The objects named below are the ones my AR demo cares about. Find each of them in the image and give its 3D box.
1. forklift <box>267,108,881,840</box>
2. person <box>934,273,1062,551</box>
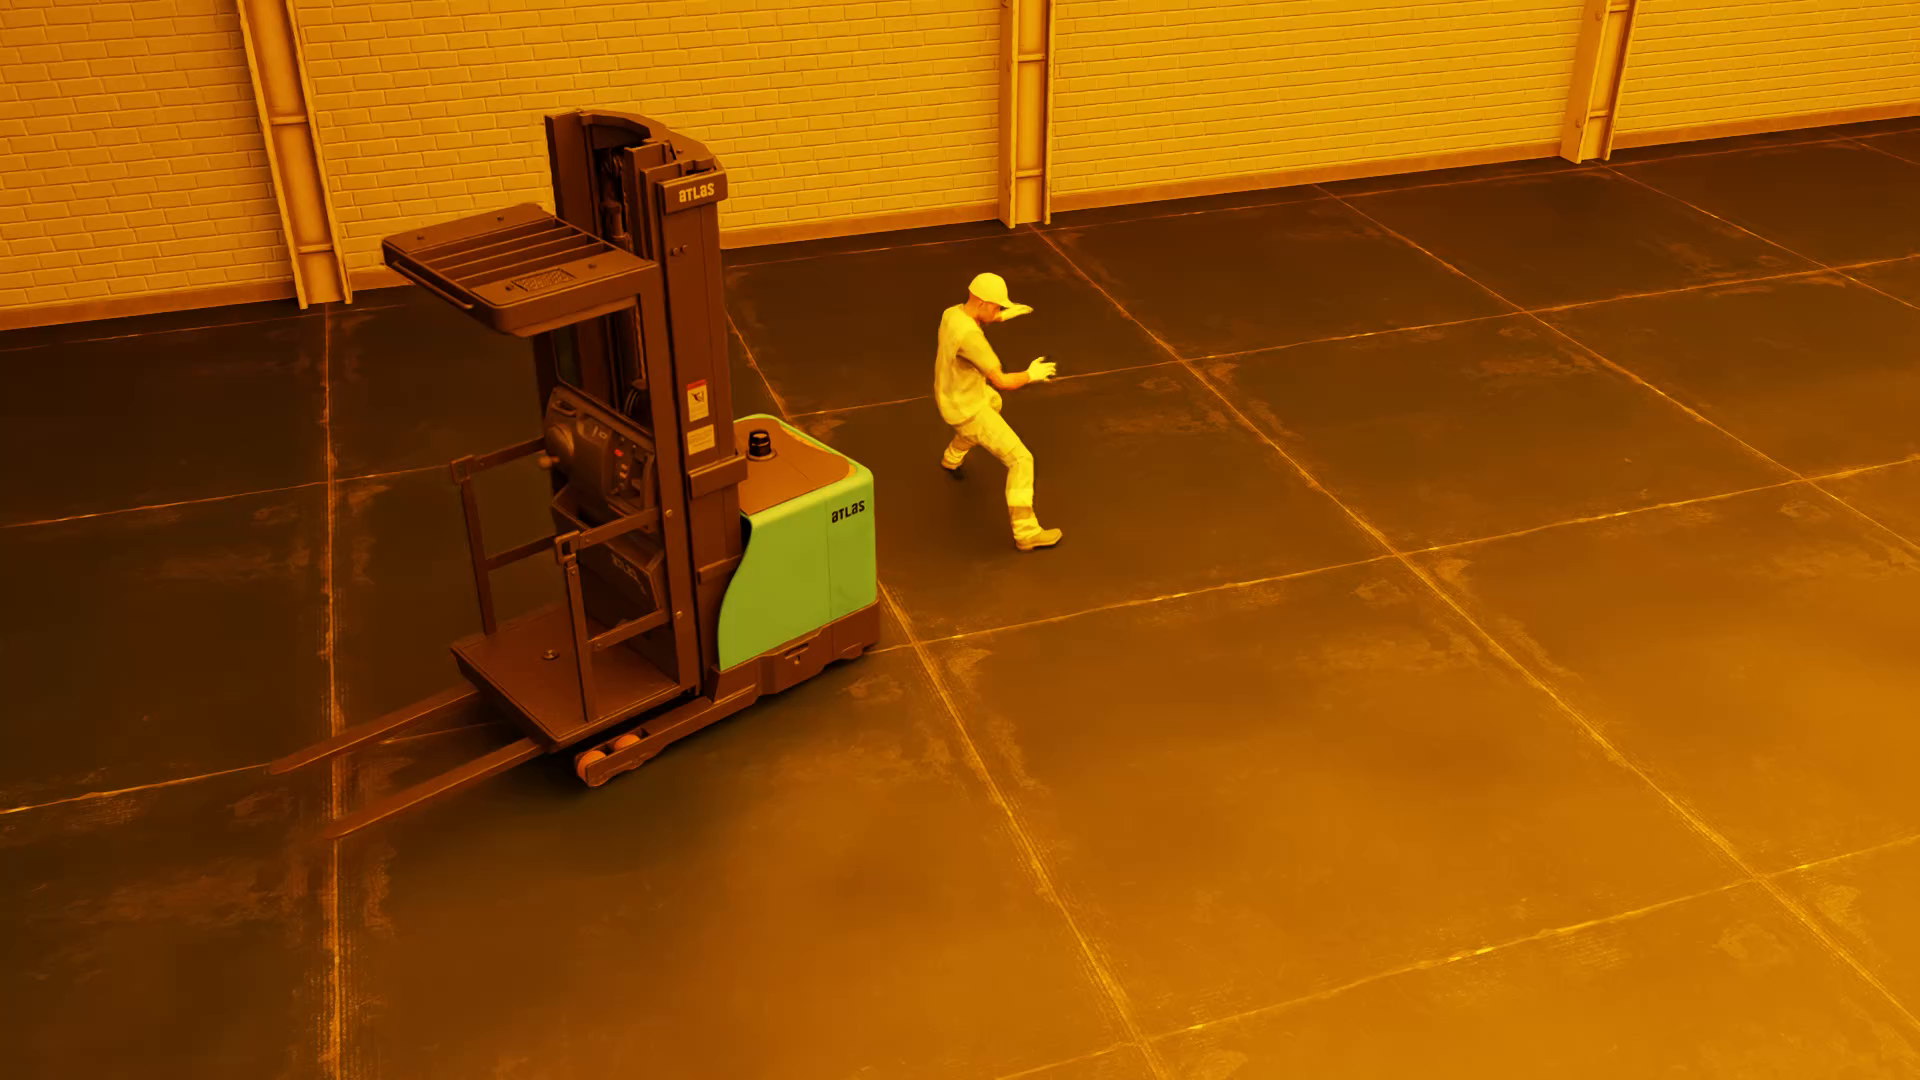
[{"bbox_3d":[-1.867,-0.386,7.759,3.031,2.935,1.130,-24,38,-35],"label":"forklift"},{"bbox_3d":[0.194,-0.894,10.029,0.691,1.547,1.228,-4,30,-8],"label":"person"}]
